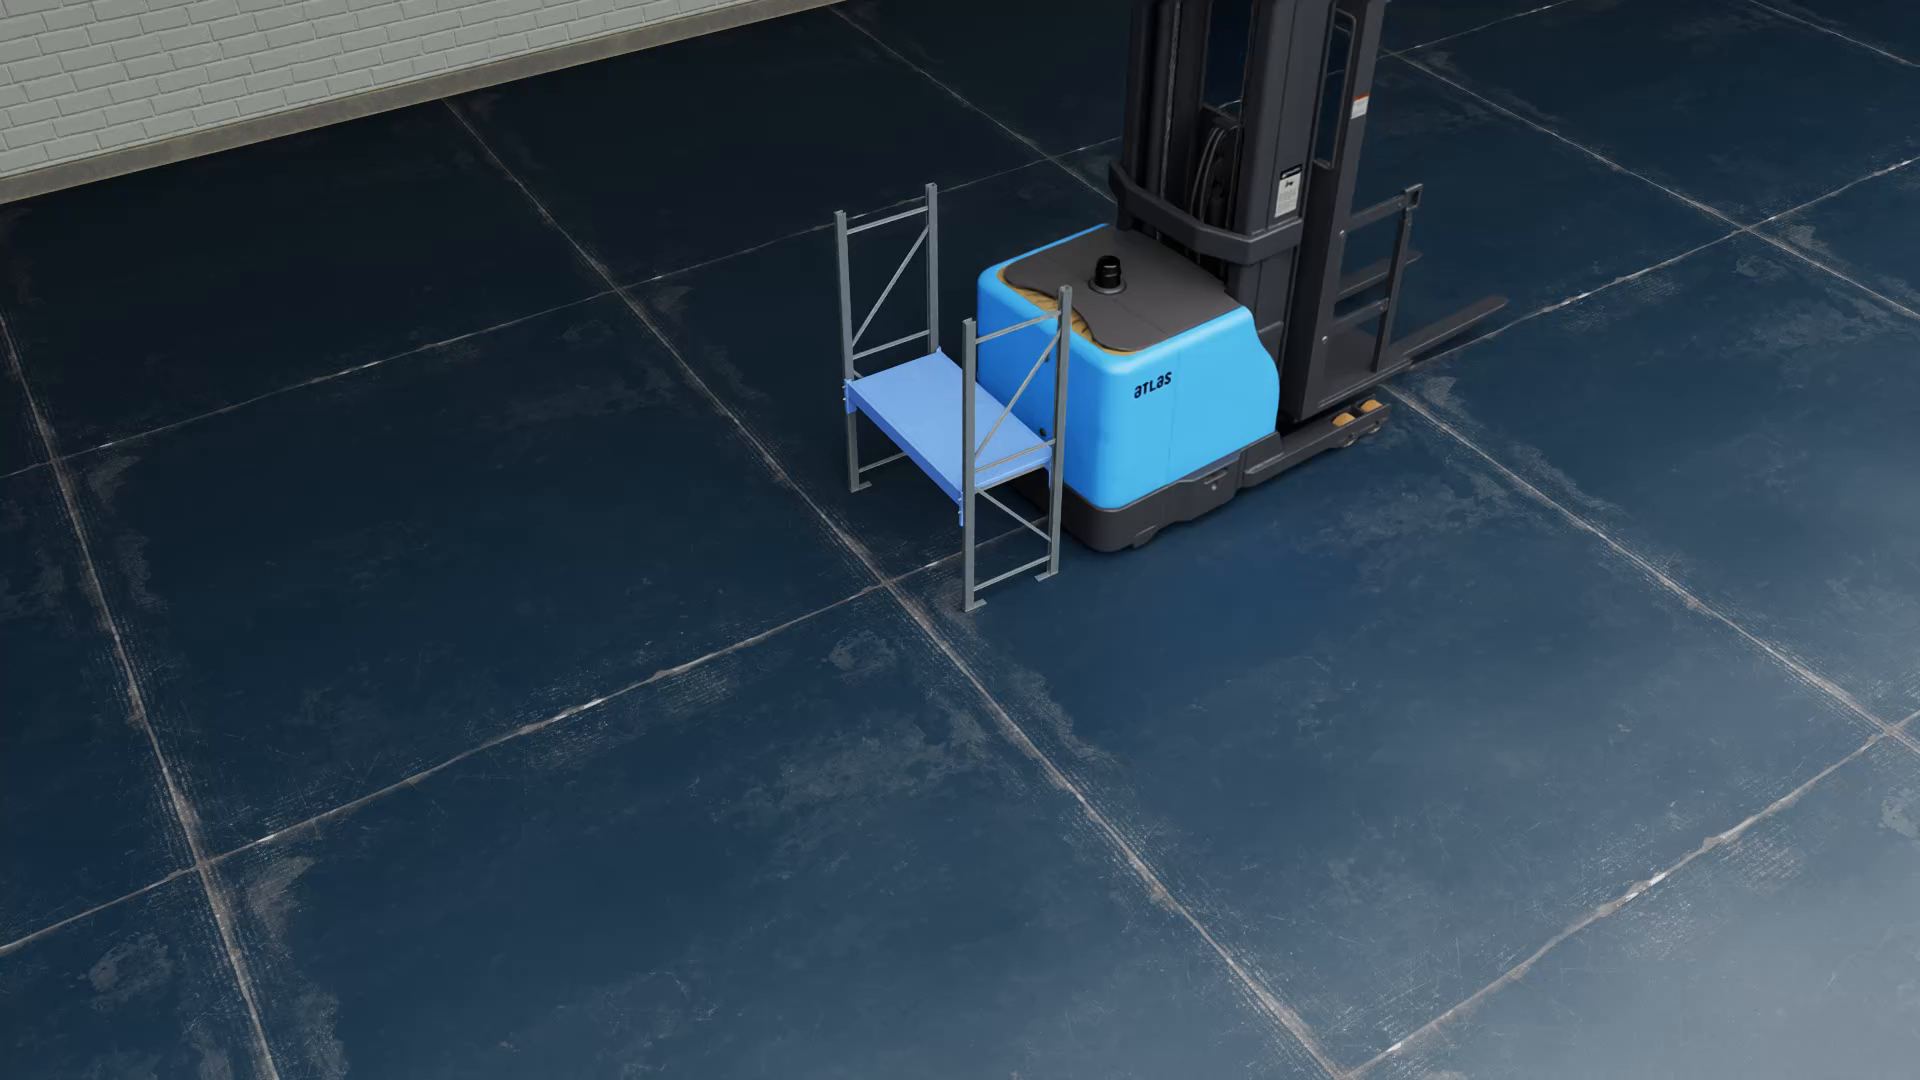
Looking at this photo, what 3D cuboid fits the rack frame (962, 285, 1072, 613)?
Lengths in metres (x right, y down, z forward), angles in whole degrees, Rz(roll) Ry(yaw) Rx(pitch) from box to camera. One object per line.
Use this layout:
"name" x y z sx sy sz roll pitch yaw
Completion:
"rack frame" 0.227 -0.348 6.996 0.500 1.500 0.032 -22 45 -24

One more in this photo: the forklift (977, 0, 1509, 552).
"forklift" 1.547 -1.838 7.666 3.031 2.935 1.130 -26 46 -27

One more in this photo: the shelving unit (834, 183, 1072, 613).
"shelving unit" -0.046 -0.622 7.325 0.538 1.500 1.048 -22 45 -24

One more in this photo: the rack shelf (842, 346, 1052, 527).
"rack shelf" -0.046 -0.484 7.440 0.538 0.185 1.000 -22 45 -24

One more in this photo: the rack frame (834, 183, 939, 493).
"rack frame" -0.319 -0.897 7.654 0.500 1.500 0.032 -22 45 -24
